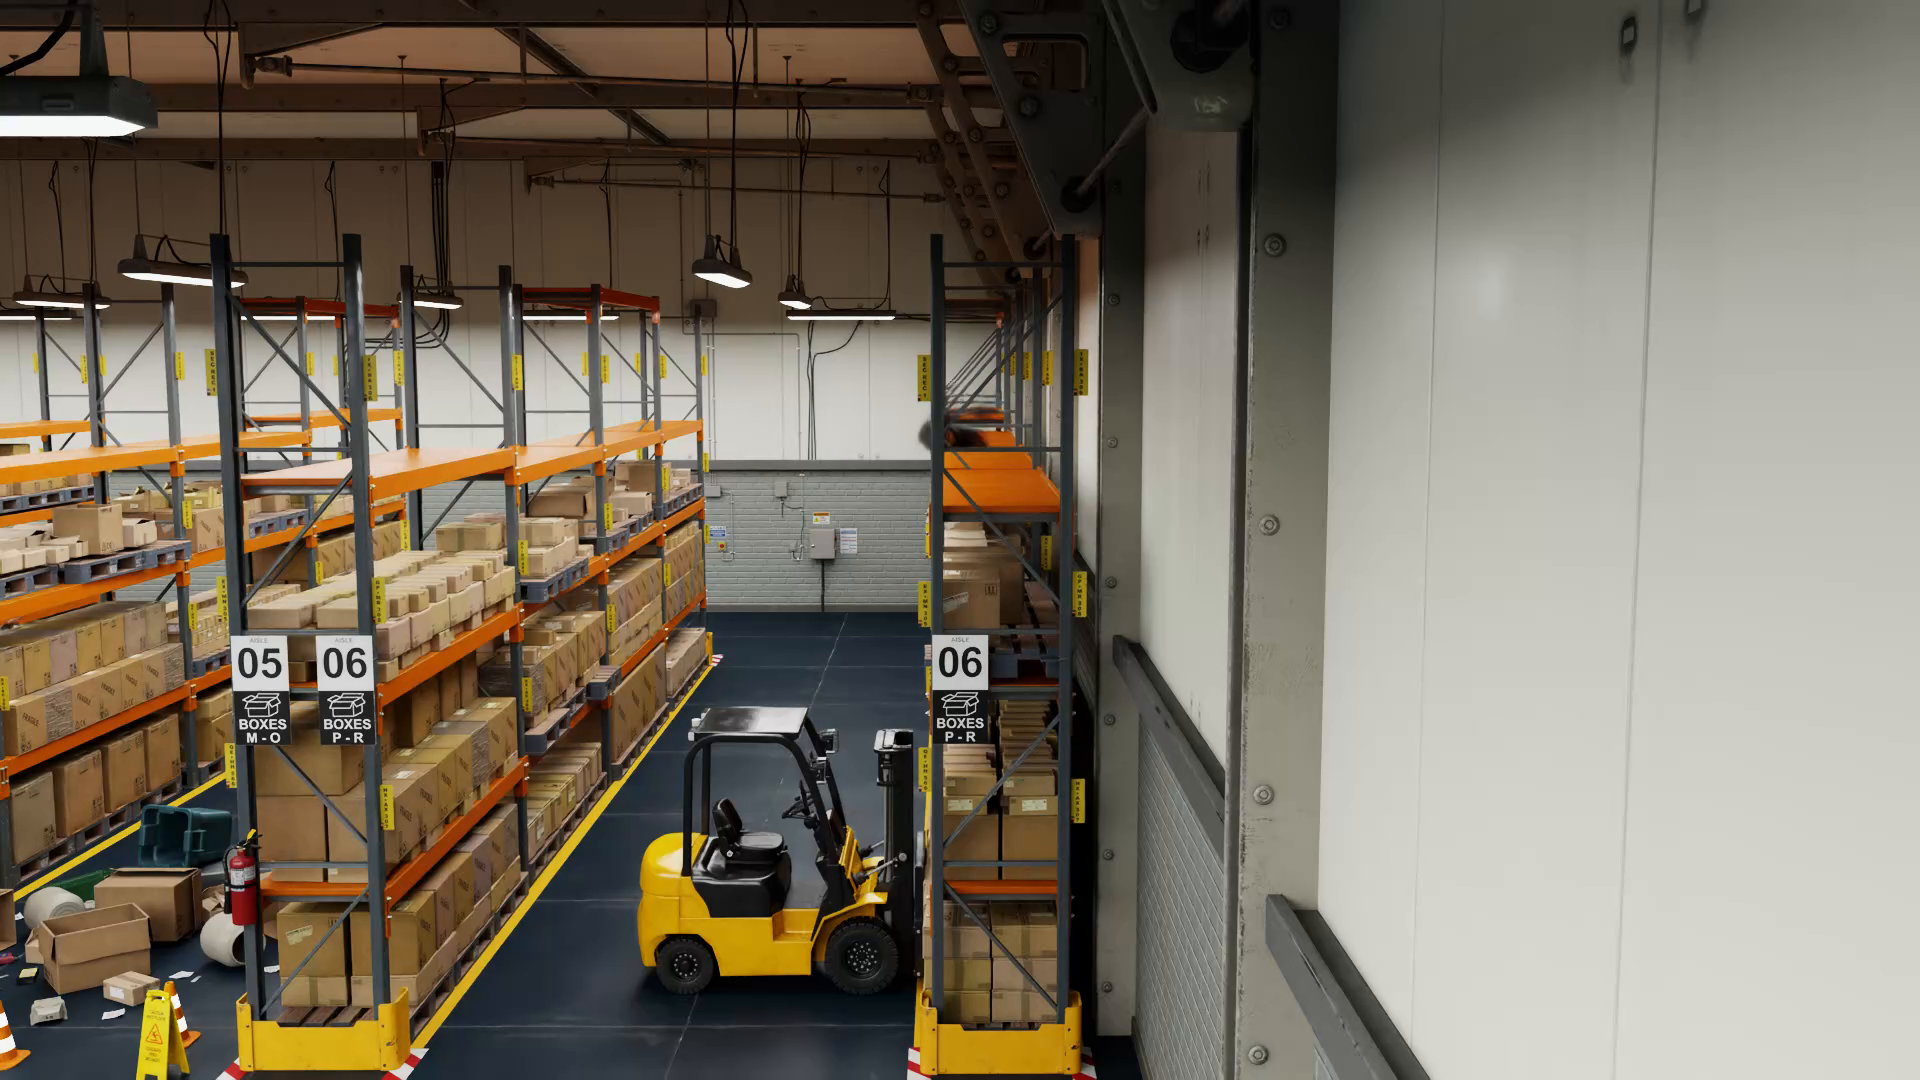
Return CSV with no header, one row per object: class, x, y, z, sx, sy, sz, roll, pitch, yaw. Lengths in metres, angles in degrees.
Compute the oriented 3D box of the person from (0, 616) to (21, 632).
person,-13.061,1.784,23.025,0.637,1.756,0.998,0,6,1
